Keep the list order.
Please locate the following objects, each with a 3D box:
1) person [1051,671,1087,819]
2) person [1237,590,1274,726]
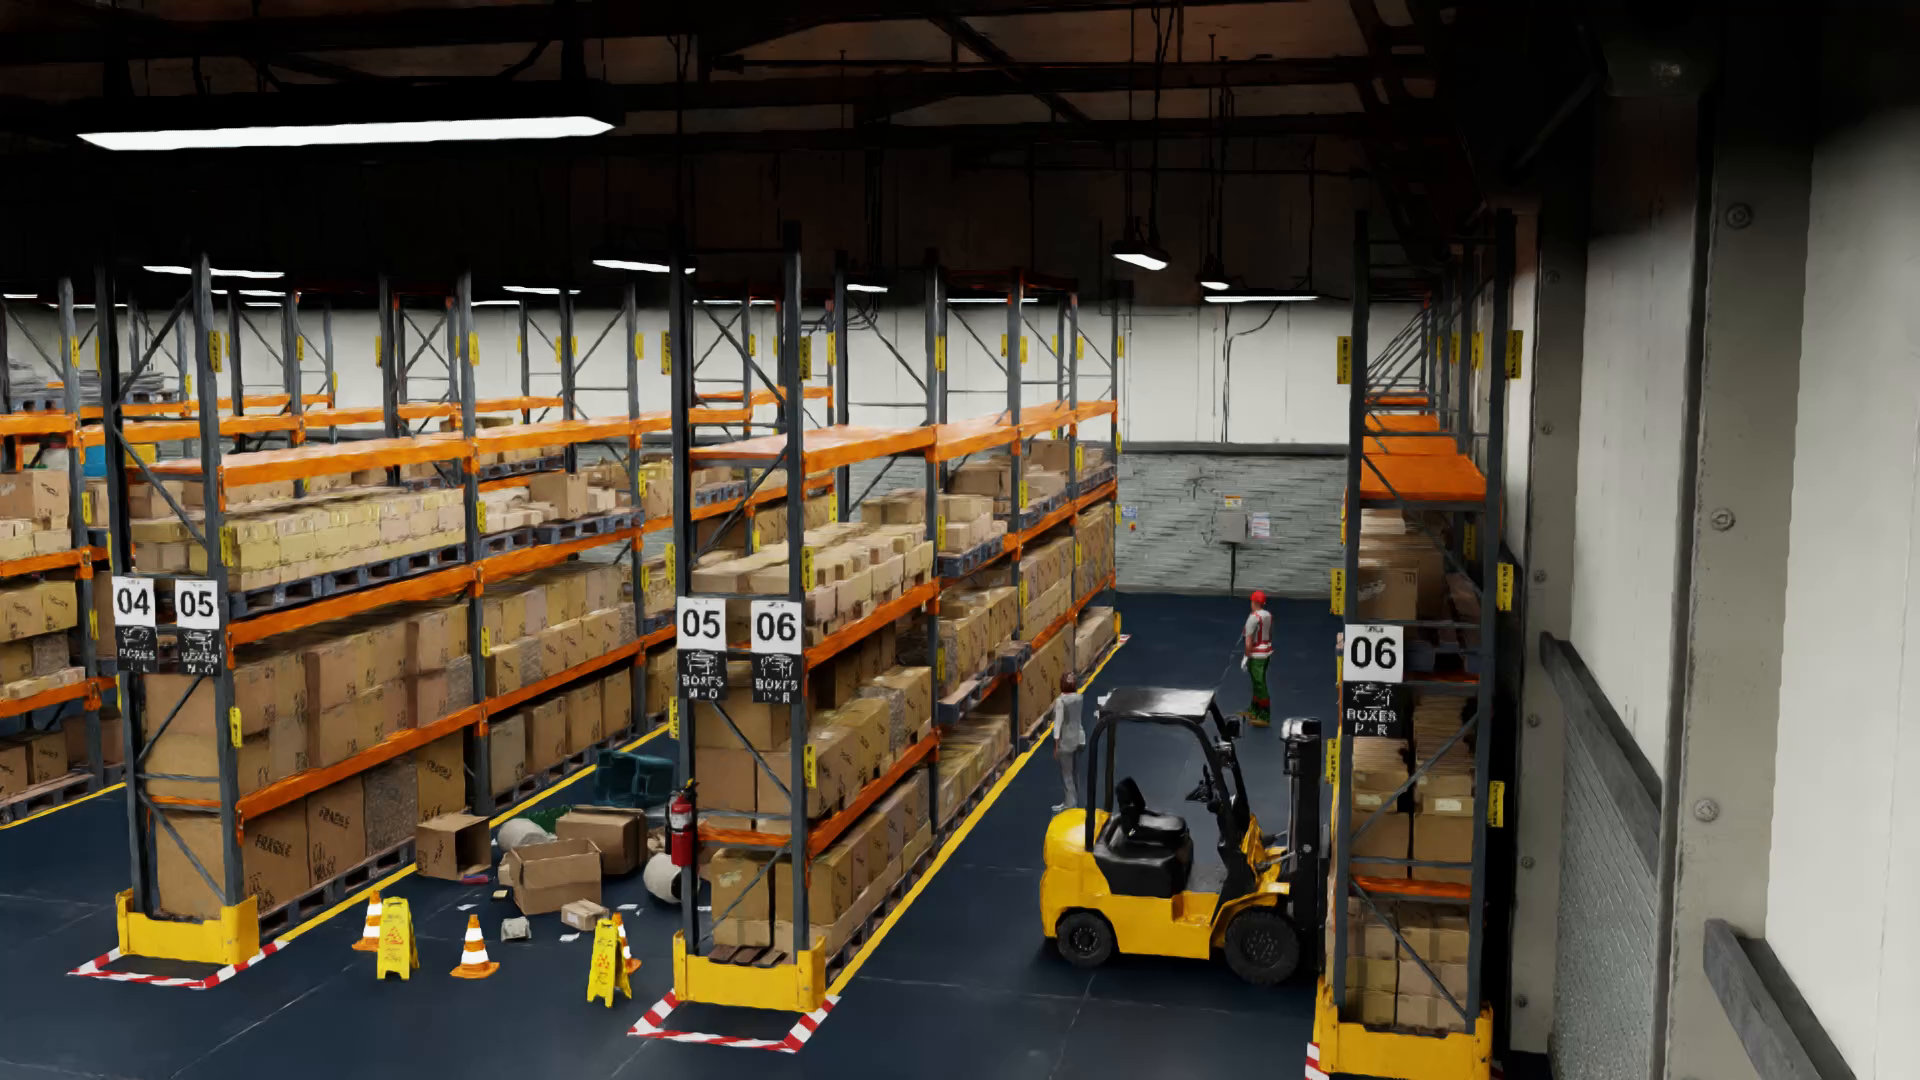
[{"bbox_3d":[1.139,2.216,17.841,0.467,1.557,0.449,-7,10,-44],"label":"person"},{"bbox_3d":[3.963,1.553,22.294,0.583,1.786,0.658,5,8,34],"label":"person"}]
